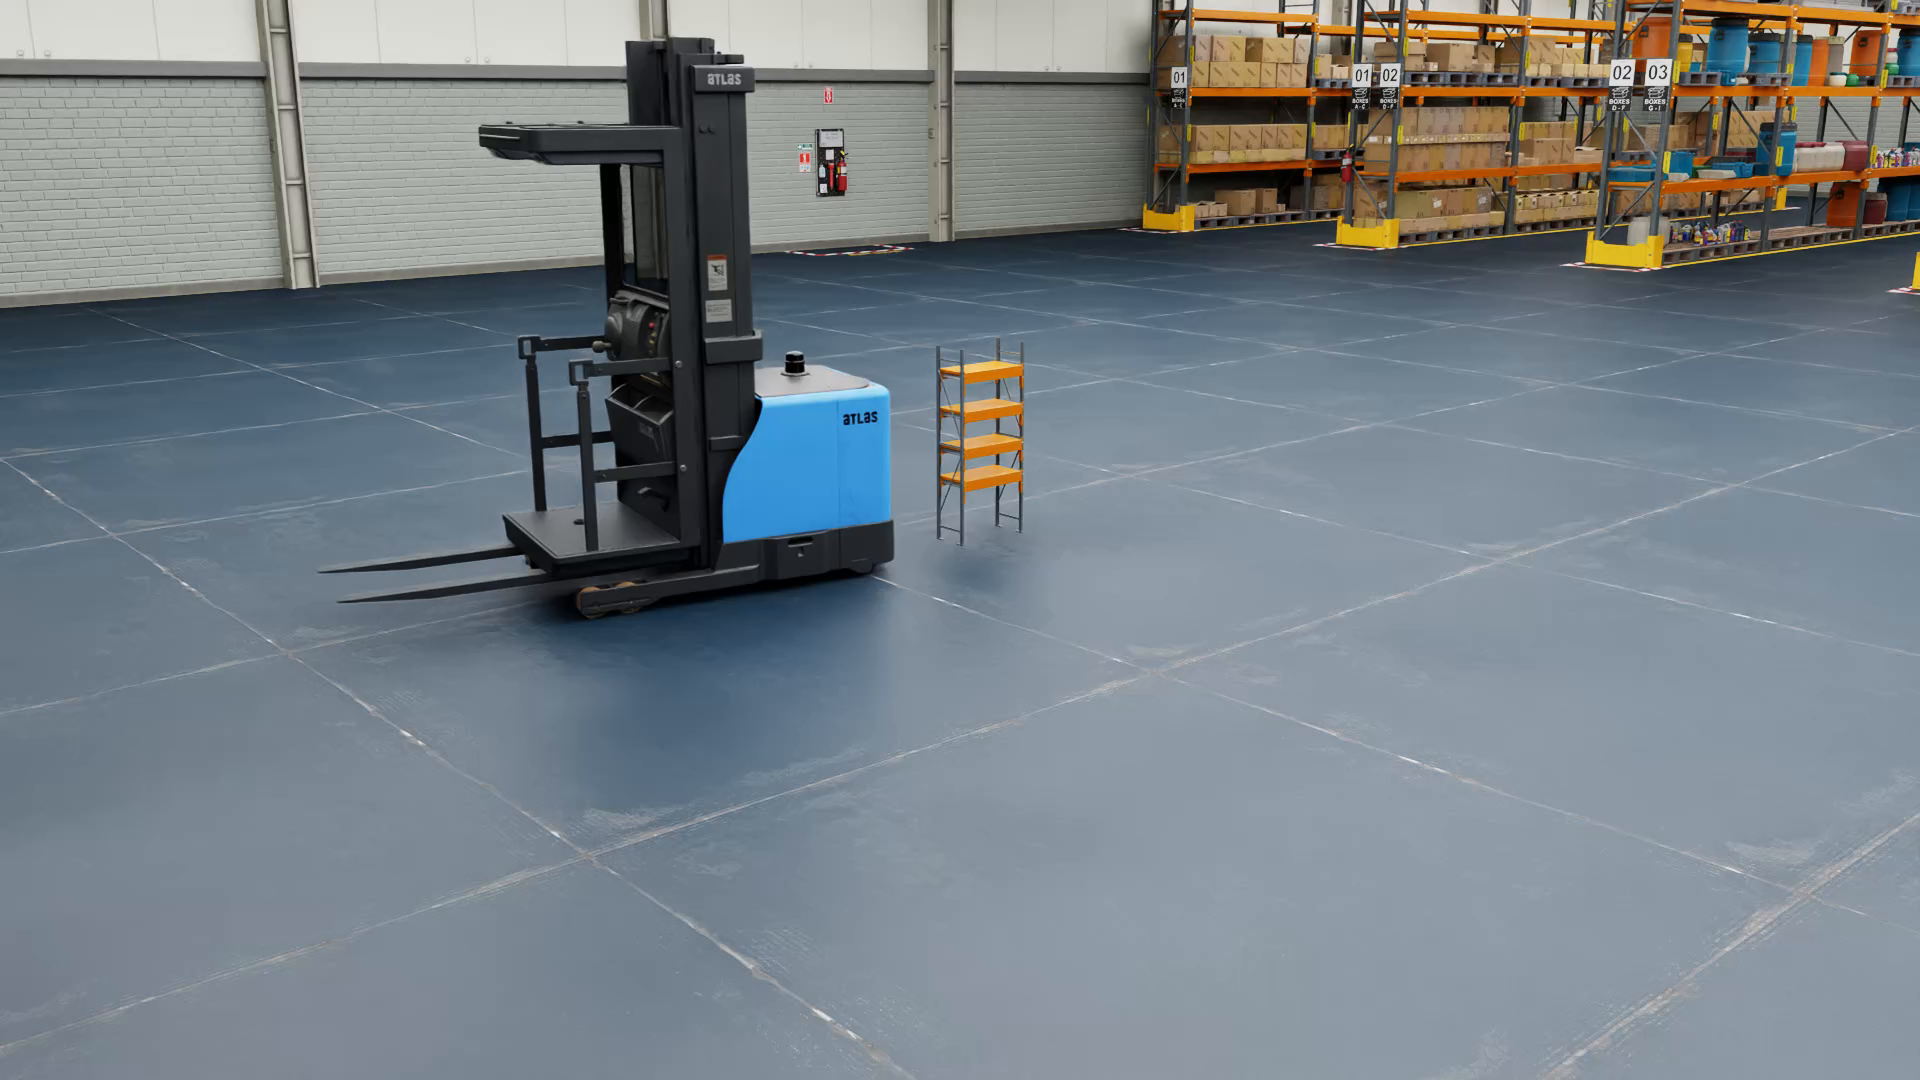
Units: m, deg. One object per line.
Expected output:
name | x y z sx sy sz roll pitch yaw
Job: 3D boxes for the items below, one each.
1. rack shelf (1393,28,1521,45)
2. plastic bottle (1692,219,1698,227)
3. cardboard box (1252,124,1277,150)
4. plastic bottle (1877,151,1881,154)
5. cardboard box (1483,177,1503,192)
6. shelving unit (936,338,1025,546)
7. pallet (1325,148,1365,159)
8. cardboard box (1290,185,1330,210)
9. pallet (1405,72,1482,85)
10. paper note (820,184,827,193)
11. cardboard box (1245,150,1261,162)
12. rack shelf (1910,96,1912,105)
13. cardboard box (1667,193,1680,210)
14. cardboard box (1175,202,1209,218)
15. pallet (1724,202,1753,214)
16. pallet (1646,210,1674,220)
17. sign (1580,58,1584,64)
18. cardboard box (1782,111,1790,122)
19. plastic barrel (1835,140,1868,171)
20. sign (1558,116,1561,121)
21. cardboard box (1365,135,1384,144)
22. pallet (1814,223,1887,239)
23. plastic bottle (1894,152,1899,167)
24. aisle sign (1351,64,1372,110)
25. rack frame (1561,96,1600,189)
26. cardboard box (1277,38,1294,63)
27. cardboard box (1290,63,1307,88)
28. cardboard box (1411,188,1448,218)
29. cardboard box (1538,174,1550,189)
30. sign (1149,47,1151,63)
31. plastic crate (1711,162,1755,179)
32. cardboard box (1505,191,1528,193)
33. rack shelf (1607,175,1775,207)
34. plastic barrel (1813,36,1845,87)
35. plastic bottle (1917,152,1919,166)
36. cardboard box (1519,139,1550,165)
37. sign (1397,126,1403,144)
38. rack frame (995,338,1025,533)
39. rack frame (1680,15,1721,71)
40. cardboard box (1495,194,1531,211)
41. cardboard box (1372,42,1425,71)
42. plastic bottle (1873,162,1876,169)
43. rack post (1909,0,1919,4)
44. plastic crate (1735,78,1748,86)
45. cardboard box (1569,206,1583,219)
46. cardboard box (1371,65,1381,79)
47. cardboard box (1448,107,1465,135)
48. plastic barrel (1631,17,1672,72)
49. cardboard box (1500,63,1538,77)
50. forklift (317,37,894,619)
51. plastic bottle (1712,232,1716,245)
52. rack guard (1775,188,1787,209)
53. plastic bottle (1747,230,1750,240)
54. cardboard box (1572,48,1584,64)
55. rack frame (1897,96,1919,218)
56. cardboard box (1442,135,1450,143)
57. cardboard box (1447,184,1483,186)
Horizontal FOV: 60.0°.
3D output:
rack shelf | 11.761 -11.875 39.438 4.000 0.370 1.077 -13 19 -39
plastic bottle | 12.856 -5.449 29.117 0.185 0.351 0.144 -12 19 -38
cardboard box | 6.321 -8.491 35.025 0.500 0.500 0.500 -13 20 -41
plastic bottle | 18.475 -7.706 33.528 0.135 0.276 0.152 -13 19 -39
cardboard box | 12.864 -8.885 41.052 0.750 0.750 0.750 -12 19 -39
shelving unit | 0.125 -0.608 10.200 0.503 1.200 0.258 -13 19 -39
pallet | 8.785 -8.742 37.539 1.213 0.211 1.003 -13 19 -39
cardboard box | 7.779 -7.634 37.007 0.500 0.500 0.700 -12 19 -38
pallet | 8.943 -8.588 30.949 1.213 0.211 1.003 -13 19 -39
paper note | -2.417 -6.240 29.507 0.142 0.148 0.016 -13 19 -39
cardboard box | 5.947 -8.042 34.798 0.500 0.250 0.500 -12 19 -39
rack shelf | 21.282 -9.368 35.090 4.000 0.370 1.077 -13 19 -39
cardboard box | 15.583 -7.591 36.847 0.500 0.500 0.500 -12 19 -39
cardboard box | 4.798 -6.836 34.389 0.500 0.311 0.500 13 20 41
pallet | 17.964 -7.869 39.300 1.213 0.211 1.003 -13 19 -39
pallet | 15.014 -7.192 36.767 1.213 0.211 1.003 -13 19 -39
sign | 13.152 -10.020 35.134 0.005 0.325 0.100 -13 19 -39
cardboard box | 19.386 -9.972 39.640 0.500 0.500 0.500 -13 20 -40
plastic barrel | 16.604 -7.178 31.046 0.708 0.536 0.600 -13 19 -39
sign | 15.927 -11.099 44.159 0.005 0.325 0.100 -13 19 -39
cardboard box | 7.635 -7.323 30.402 0.250 0.149 0.380 -13 20 -40
pallet | 17.323 -6.044 32.469 1.213 0.211 1.003 -13 19 -39
plastic bottle | 18.196 -7.391 32.332 0.133 0.283 0.061 -13 19 -39
aisle sign | 7.229 -8.161 29.954 0.004 0.787 0.394 -13 19 -39
rack frame | 16.287 -10.534 43.873 0.127 3.000 1.000 -13 19 -39
cardboard box | 6.626 -10.258 34.858 0.500 0.500 0.500 -11 19 -36
cardboard box | 7.014 -9.874 35.358 0.500 0.500 0.500 -12 19 -38
cardboard box | 8.767 -6.316 31.144 0.500 0.500 0.500 -13 19 -39
cardboard box | 14.671 -9.129 42.644 0.500 0.500 0.700 -12 19 -38
sign | 3.868 -9.812 33.641 0.005 0.325 0.100 -13 19 -39
plastic crate | 13.081 -6.260 28.161 0.616 0.251 0.499 -13 19 -39
cardboard box | 11.373 -6.980 33.998 0.500 0.311 0.500 -13 20 -40
rack shelf | 12.229 -5.886 27.866 4.000 0.370 1.077 -13 19 -39
plastic barrel | 15.993 -8.844 30.764 0.600 0.901 0.600 0 15 0
plastic bottle | 19.032 -7.590 33.094 0.135 0.276 0.152 -13 19 -39
cardboard box | 11.476 -7.802 33.451 0.500 0.500 0.500 -11 18 -35
sign | 7.831 -7.207 29.587 0.005 0.325 0.100 -13 19 -39
rack frame | 0.309 -0.649 10.355 0.015 1.200 0.240 -13 19 -39
rack frame | 16.524 -11.791 36.954 0.127 3.000 1.000 -13 19 -39
cardboard box | 10.964 -6.704 32.963 0.500 0.311 0.500 -13 19 -39
cardboard box | 7.908 -8.726 30.006 0.637 0.503 0.797 -11 18 -36
plastic bottle | 17.399 -7.212 31.688 0.097 0.271 0.097 0 15 0
rack post | 18.329 -10.217 32.029 0.954 0.300 0.937 -10 18 -33
plastic crate | 12.792 -7.543 27.376 0.396 0.136 0.243 -13 19 -39
cardboard box | 12.502 -6.780 34.334 0.500 0.250 0.500 -12 19 -38
cardboard box | 9.213 -10.486 37.641 0.637 0.503 0.797 -9 18 -32
cardboard box | 9.023 -7.881 31.233 0.500 0.500 0.700 -13 19 -39
plastic barrel | 11.003 -7.861 26.409 0.708 0.830 0.600 -13 19 -39
cardboard box | 10.960 -9.219 32.616 0.500 0.250 0.500 -10 18 -34
forklift | -1.921 -1.159 8.909 3.031 2.935 1.130 -8 17 -28
plastic bottle | 12.701 -5.093 28.076 0.097 0.201 0.097 0 15 0
rack guard | 19.484 -8.349 40.539 0.348 0.500 1.175 -13 19 -39
plastic bottle | 13.669 -5.311 28.889 0.097 0.201 0.097 0 15 0
cardboard box | 15.529 -12.264 42.369 0.500 0.500 0.500 -12 19 -38
rack frame | 19.773 -7.927 34.115 0.127 3.000 1.000 -13 19 -39
cardboard box | 8.879 -7.464 30.931 0.250 0.149 0.380 -13 20 -40
cardboard box | 9.934 -6.756 32.792 0.500 0.500 0.500 -13 19 -39
